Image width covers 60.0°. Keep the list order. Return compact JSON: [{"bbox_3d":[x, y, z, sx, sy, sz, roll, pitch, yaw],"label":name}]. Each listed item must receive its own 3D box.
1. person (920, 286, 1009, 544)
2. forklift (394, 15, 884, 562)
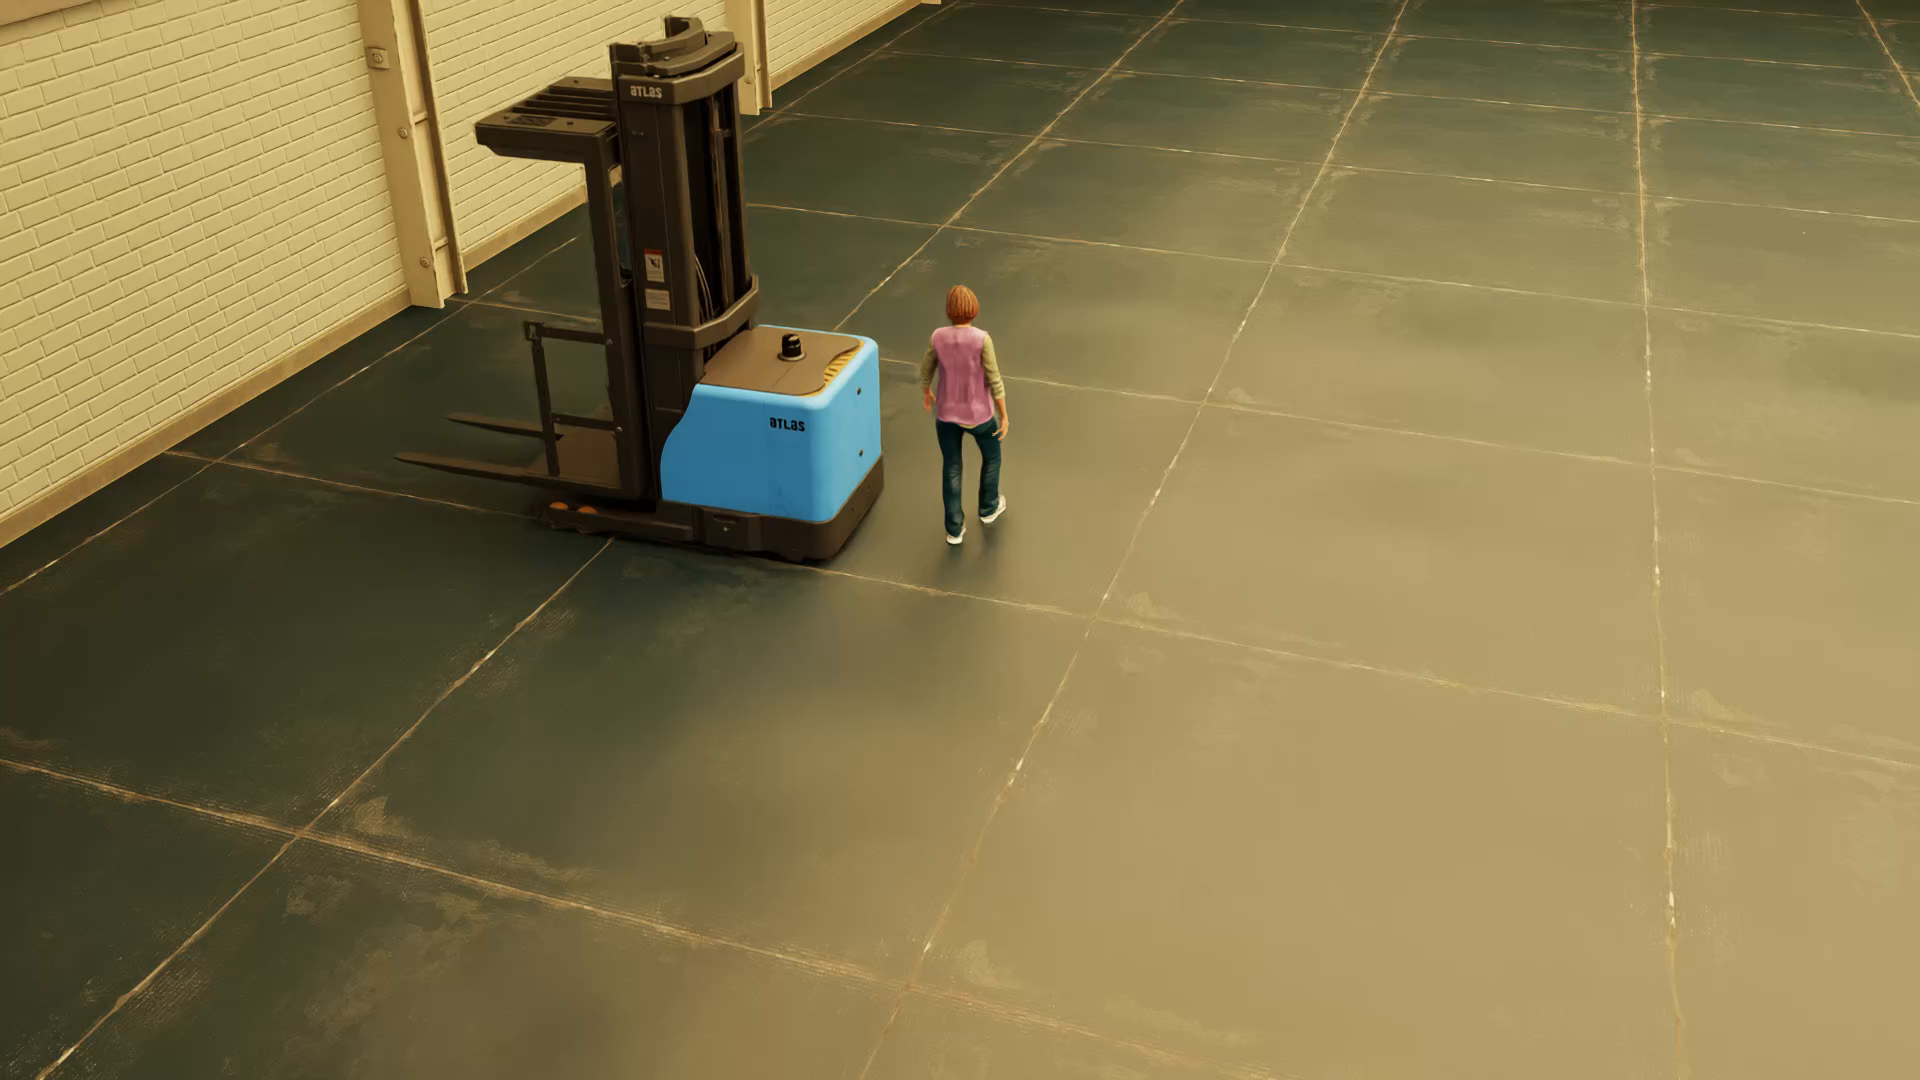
[{"bbox_3d":[0.036,-0.772,9.877,0.566,1.564,0.603,7,30,12],"label":"person"},{"bbox_3d":[-2.057,-1.551,9.858,3.031,2.935,1.130,8,31,14],"label":"forklift"}]
